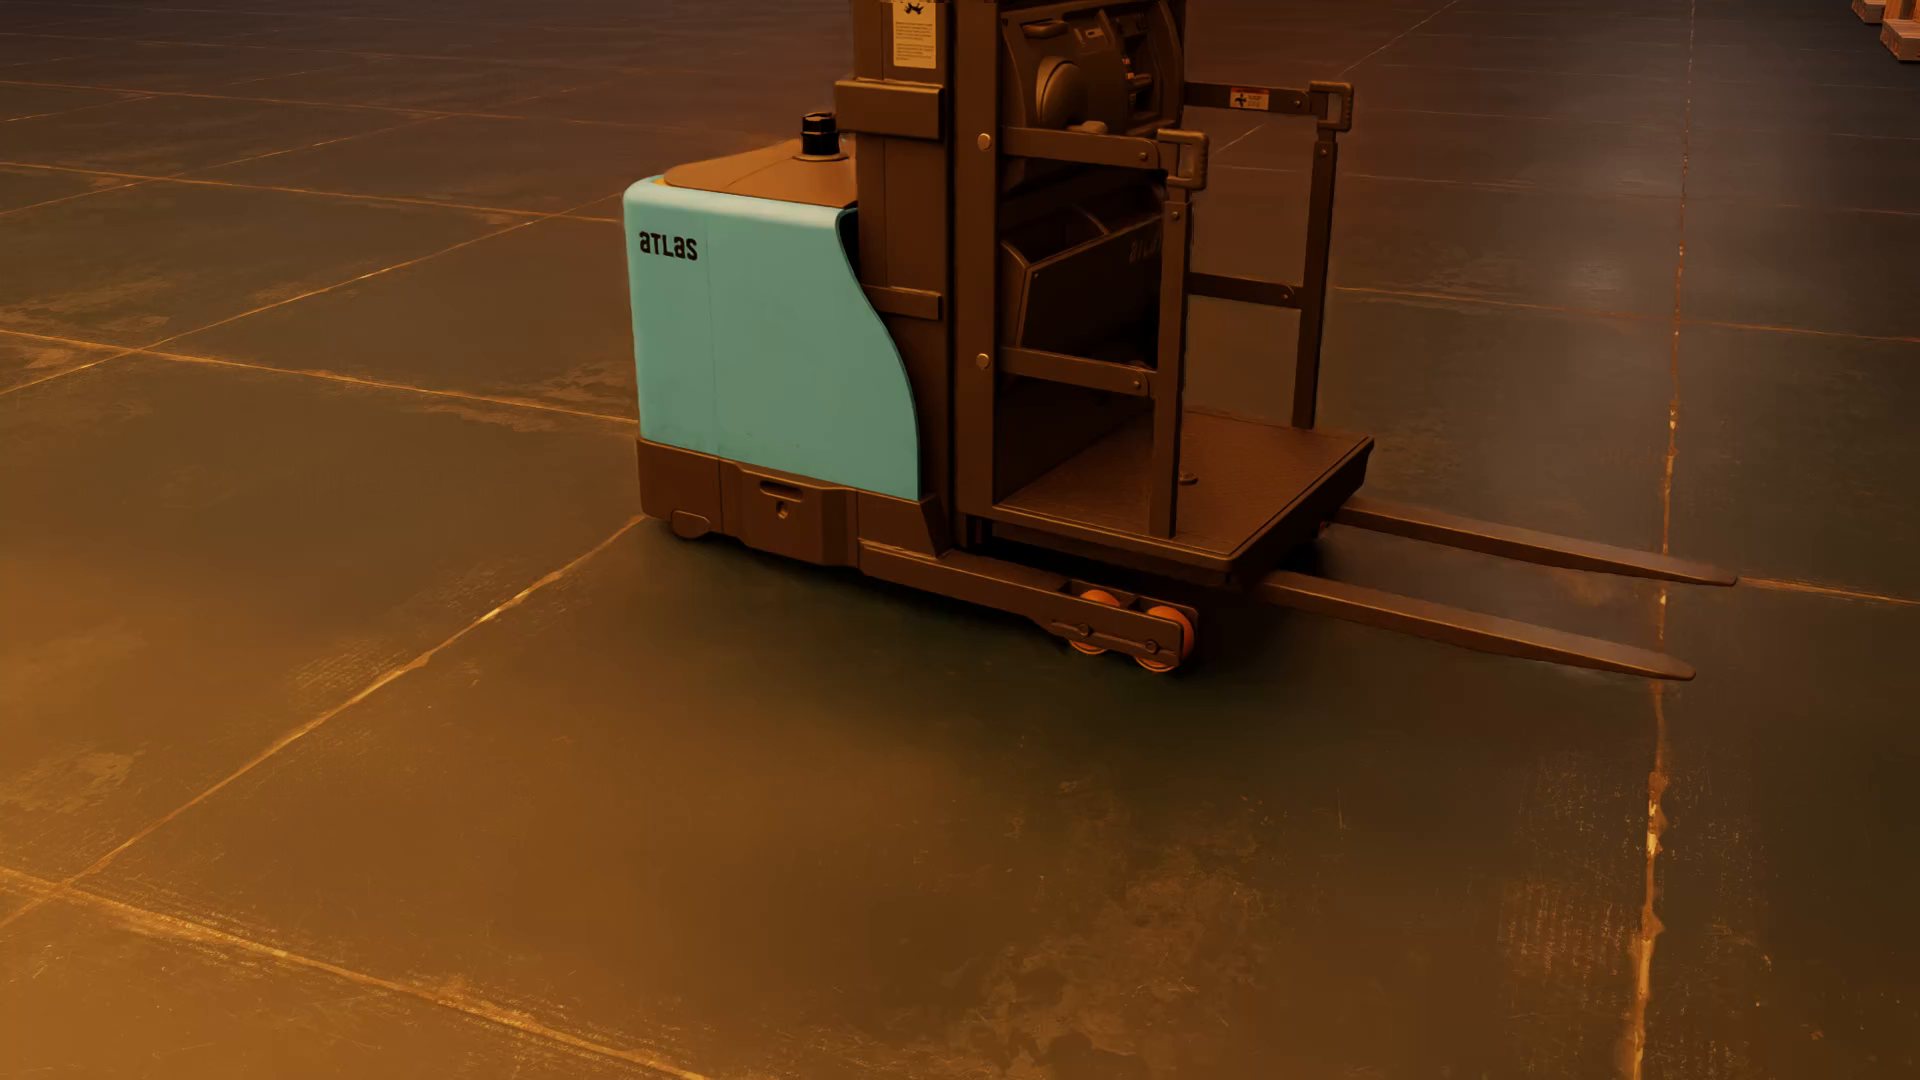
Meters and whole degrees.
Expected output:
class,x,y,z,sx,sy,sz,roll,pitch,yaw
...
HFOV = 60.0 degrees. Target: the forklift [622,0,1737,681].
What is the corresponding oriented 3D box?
class,x,y,z,sx,sy,sz,roll,pitch,yaw
forklift,0.538,-1.246,4.274,3.031,2.935,1.130,13,26,29
